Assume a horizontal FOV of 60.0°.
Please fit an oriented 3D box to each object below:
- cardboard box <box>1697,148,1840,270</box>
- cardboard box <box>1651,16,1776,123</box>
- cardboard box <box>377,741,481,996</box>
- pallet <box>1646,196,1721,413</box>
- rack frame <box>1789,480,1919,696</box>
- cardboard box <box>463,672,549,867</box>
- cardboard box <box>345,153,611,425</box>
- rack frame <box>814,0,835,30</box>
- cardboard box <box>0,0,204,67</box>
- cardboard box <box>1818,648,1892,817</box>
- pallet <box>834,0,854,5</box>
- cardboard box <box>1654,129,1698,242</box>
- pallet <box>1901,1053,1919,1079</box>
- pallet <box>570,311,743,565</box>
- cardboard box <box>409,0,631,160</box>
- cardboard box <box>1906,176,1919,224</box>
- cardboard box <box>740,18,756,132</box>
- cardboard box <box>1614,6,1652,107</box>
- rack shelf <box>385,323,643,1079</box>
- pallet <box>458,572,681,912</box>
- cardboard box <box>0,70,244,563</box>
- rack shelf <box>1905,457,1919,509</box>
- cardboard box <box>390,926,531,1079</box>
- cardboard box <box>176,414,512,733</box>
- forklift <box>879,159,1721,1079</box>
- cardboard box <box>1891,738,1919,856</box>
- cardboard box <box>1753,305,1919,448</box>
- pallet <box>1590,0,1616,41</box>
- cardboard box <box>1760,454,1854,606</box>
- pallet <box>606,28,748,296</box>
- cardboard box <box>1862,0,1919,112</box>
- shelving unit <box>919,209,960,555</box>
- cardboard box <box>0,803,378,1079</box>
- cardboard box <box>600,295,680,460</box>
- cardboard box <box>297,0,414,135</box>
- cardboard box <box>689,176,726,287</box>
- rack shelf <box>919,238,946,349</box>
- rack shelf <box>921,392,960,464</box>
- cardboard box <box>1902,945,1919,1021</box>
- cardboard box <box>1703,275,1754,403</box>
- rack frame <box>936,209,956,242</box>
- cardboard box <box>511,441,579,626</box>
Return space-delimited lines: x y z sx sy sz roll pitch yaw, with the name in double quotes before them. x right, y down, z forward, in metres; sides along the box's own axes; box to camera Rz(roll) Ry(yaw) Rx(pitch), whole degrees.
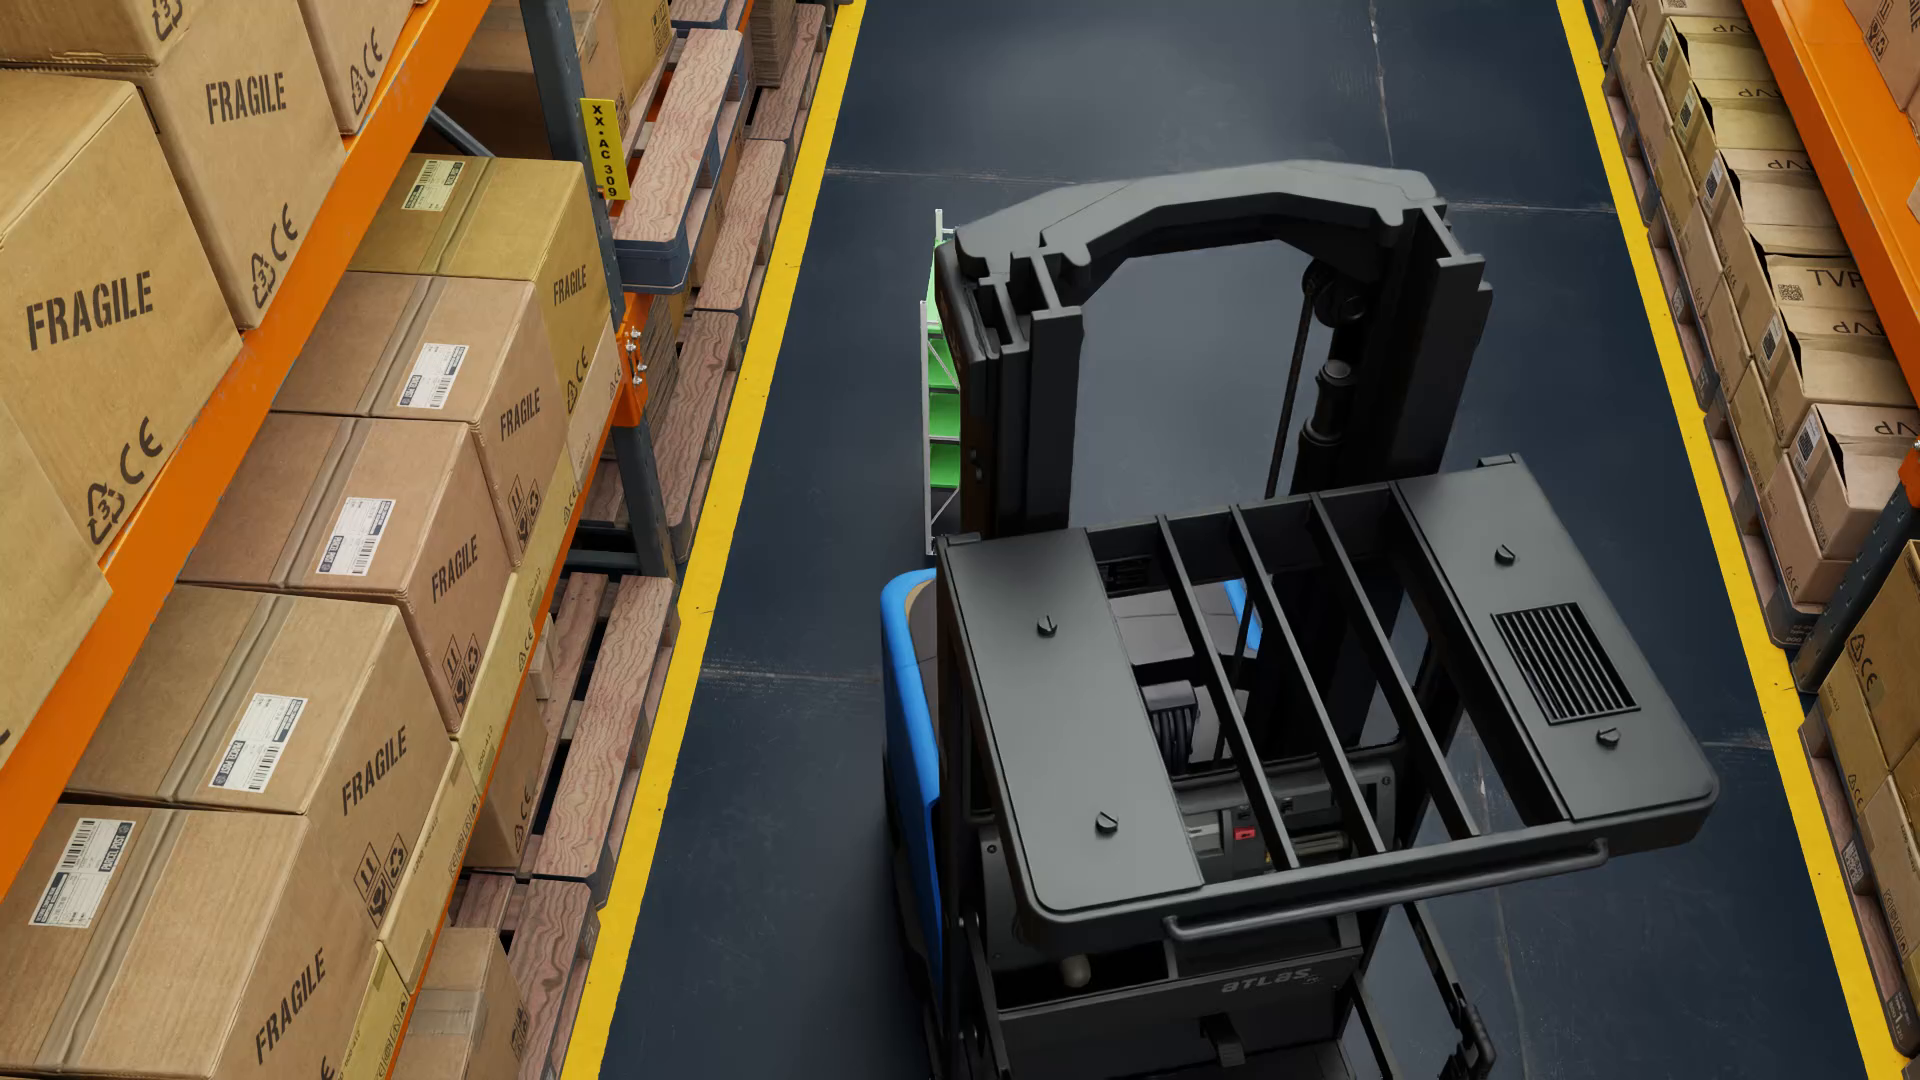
"cardboard box" 3.296 -1.329 6.631 0.500 0.311 0.500 3 48 3
"cardboard box" 3.391 -2.081 7.319 0.500 0.311 0.500 3 48 3
"cardboard box" -1.397 0.697 3.667 0.500 0.250 0.500 4 48 4
"pallet" 3.543 -0.992 7.014 1.003 0.211 1.213 4 48 4
"rack frame" 3.406 -0.490 4.666 1.000 3.000 0.127 4 48 4
"cardboard box" -1.582 0.640 5.028 0.500 0.500 0.500 1 48 1
"cardboard box" -1.262 -0.662 4.402 0.500 0.500 0.500 4 48 3
"rack frame" -1.163 -3.760 7.656 1.000 3.000 0.127 4 48 4
"cardboard box" -1.379 -1.037 2.374 0.500 0.500 0.500 2 48 2
"cardboard box" 3.062 0.616 5.232 0.500 0.250 0.500 4 48 4
"pallet" -1.016 -3.393 9.211 1.003 0.211 1.213 4 48 4
"cardboard box" 3.344 -1.526 7.192 0.500 0.250 0.500 3 48 2
"pallet" 3.184 1.931 4.341 1.003 0.211 1.213 4 48 4
"pallet" -1.458 -0.452 6.520 1.003 0.211 1.213 4 48 4
"cardboard box" -1.447 -1.375 5.109 0.700 0.500 0.500 4 48 4
"cardboard box" 3.304 -1.103 5.318 0.396 0.266 0.258 3 48 3
"cardboard box" -1.339 -2.162 7.590 0.700 0.500 0.500 4 48 3
"cardboard box" 3.431 -2.278 7.880 0.500 0.250 0.500 4 48 3
"rack shelf" -1.709 0.892 3.889 1.077 0.370 4.000 4 48 4
"pallet" -1.553 0.616 5.543 1.003 0.211 1.213 4 48 4
"cardboard box" -1.457 -0.332 2.407 0.500 0.500 0.500 7 48 6
"rack shelf" 3.224 1.222 3.587 1.077 0.370 4.000 4 48 4
"cardboard box" -1.570 1.357 4.372 0.700 0.500 0.500 1 48 1
"cardboard box" -1.359 0.075 3.729 0.500 0.500 0.500 3 48 2
"forklift" 0.548 0.832 3.502 1.130 2.935 3.031 -8 48 -8
"cardboard box" 3.015 0.730 4.620 0.500 0.500 0.500 4 48 4
"cardboard box" 3.199 -0.593 5.958 0.500 0.311 0.500 5 48 5
"pallet" 3.877 -3.035 8.883 1.003 0.211 1.213 4 48 4
"cardboard box" 3.155 -0.028 5.822 0.500 0.250 0.500 3 48 3
"pallet" -1.313 -1.308 5.543 1.003 0.211 1.213 4 48 4
"cardboard box" 3.586 -1.843 5.835 0.500 0.500 0.500 4 48 4
"shelving unit" 0.015 -0.527 5.919 0.258 1.200 0.503 4 48 4
"cardboard box" -1.440 0.837 3.032 0.500 0.500 0.500 2 48 2
"cardboard box" -1.477 -0.668 6.224 0.700 0.500 0.500 5 48 5
"cardboard box" -1.386 -1.115 3.123 0.500 0.500 0.500 0 48 0
"cardboard box" -1.393 -1.423 6.915 0.700 0.500 0.500 4 48 4
"rack shelf" 0.015 -0.807 5.611 0.258 0.148 0.480 4 48 4
"rack shelf" 0.015 -0.483 5.966 0.258 0.148 0.480 4 48 4
"cardboard box" 2.961 1.350 4.561 0.500 0.250 0.500 4 48 4
"cardboard box" 3.249 -0.776 6.506 0.500 0.250 0.500 5 48 4
"rack frame" 0.037 -0.706 6.083 0.240 1.200 0.015 4 48 4
"cardboard box" -1.322 -0.043 4.345 0.500 0.250 0.500 4 48 4
